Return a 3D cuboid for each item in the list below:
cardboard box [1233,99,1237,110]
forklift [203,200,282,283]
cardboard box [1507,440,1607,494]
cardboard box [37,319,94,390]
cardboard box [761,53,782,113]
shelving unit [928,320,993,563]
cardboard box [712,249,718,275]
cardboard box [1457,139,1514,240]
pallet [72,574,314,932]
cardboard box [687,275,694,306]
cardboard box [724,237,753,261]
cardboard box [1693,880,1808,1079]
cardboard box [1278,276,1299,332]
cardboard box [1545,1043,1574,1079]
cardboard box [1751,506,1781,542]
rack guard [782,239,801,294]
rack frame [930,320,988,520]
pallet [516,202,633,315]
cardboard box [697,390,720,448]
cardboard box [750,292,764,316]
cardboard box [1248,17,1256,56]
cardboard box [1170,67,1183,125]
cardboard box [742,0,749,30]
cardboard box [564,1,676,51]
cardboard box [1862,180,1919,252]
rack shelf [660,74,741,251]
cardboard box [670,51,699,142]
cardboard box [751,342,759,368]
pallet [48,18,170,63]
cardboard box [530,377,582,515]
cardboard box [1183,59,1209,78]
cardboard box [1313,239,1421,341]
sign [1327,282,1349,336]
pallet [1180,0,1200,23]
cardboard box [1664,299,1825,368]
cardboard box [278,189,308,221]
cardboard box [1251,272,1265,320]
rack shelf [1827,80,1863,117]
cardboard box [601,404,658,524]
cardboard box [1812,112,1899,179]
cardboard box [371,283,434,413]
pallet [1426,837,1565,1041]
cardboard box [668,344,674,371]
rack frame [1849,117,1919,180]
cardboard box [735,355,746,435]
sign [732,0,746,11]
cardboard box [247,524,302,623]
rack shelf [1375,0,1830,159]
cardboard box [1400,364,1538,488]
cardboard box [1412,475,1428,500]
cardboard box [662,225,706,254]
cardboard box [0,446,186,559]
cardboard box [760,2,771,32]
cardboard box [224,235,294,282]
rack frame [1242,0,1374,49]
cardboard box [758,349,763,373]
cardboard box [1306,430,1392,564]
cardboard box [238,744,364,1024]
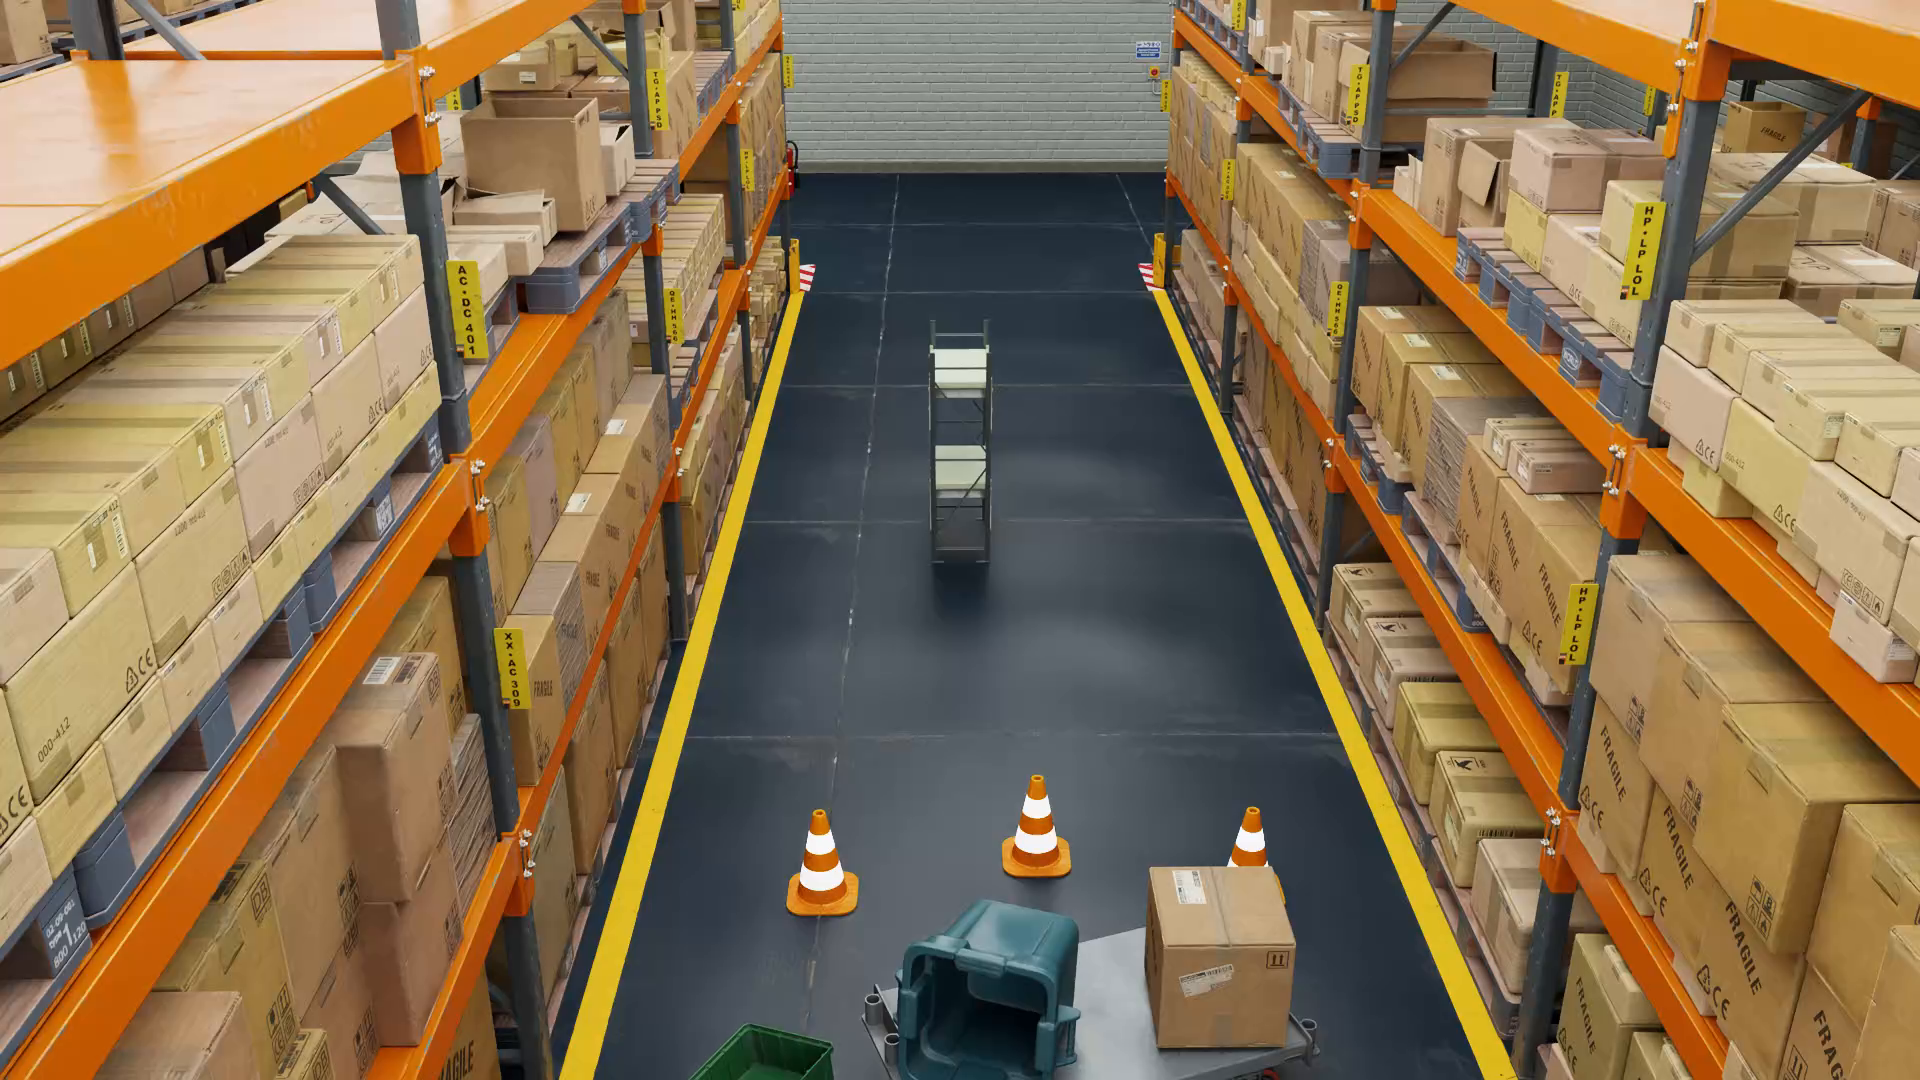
[{"bbox_3d":[2.499,-3.600,13.947,0.380,0.149,0.250,0,24,0],"label":"cardboard box"},{"bbox_3d":[-4.970,-1.027,10.463,1.130,2.935,3.031,12,27,25],"label":"forklift"},{"bbox_3d":[2.544,-0.310,7.017,0.380,0.149,0.250,-1,24,-2],"label":"cardboard box"},{"bbox_3d":[-2.480,-0.492,4.264,0.380,0.149,0.250,-1,24,-1],"label":"cardboard box"},{"bbox_3d":[-2.031,-4.499,16.362,0.500,0.500,0.500,-1,24,-2],"label":"cardboard box"},{"bbox_3d":[0.000,-0.681,11.435,0.431,1.500,0.755,0,24,-1],"label":"shelving unit"},{"bbox_3d":[-2.034,-2.106,12.562,0.380,0.149,0.250,0,24,-1],"label":"cardboard box"},{"bbox_3d":[2.797,-1.603,7.888,0.797,0.503,0.637,0,24,-1],"label":"cardboard box"},{"bbox_3d":[-2.145,0.407,3.678,1.003,0.211,1.213,0,24,-1],"label":"pallet"},{"bbox_3d":[-2.017,-1.697,11.296,0.380,0.149,0.250,0,24,-1],"label":"cardboard box"},{"bbox_3d":[-1.917,-2.405,13.734,0.380,0.149,0.250,1,24,1],"label":"cardboard box"},{"bbox_3d":[2.542,1.246,4.873,0.500,0.500,0.500,0,24,-1],"label":"cardboard box"},{"bbox_3d":[2.457,-1.597,11.217,0.500,0.250,0.500,-1,24,-2],"label":"cardboard box"},{"bbox_3d":[2.532,2.137,6.213,0.500,0.250,0.500,-1,24,-3],"label":"cardboard box"},{"bbox_3d":[2.613,-0.082,4.956,0.380,0.149,0.250,0,24,-1],"label":"cardboard box"},{"bbox_3d":[-2.284,-2.880,17.511,1.175,0.500,0.348,0,24,-1],"label":"rack guard"},{"bbox_3d":[-0.004,-0.831,11.768,0.400,1.500,0.023,0,24,-1],"label":"rack frame"},{"bbox_3d":[-2.122,-1.308,7.592,1.003,0.211,1.213,1,24,2],"label":"pallet"},{"bbox_3d":[-1.961,-0.846,11.594,0.500,0.250,0.500,0,24,0],"label":"cardboard box"},{"bbox_3d":[-1.980,-2.138,15.066,0.380,0.149,0.250,0,24,1],"label":"cardboard box"},{"bbox_3d":[2.363,-3.755,12.425,0.396,0.266,0.258,0,24,-1],"label":"cardboard box"},{"bbox_3d":[2.385,-4.416,16.539,0.500,0.500,0.500,-1,24,-2],"label":"cardboard box"},{"bbox_3d":[-2.007,-4.333,13.625,0.500,0.250,0.500,0,24,-1],"label":"cardboard box"},{"bbox_3d":[-2.355,-3.370,11.286,0.797,0.503,0.637,-1,24,-1],"label":"cardboard box"},{"bbox_3d":[7.453,-2.526,13.064,0.700,0.500,0.500,0,24,1],"label":"cardboard box"},{"bbox_3d":[-2.219,-2.617,11.128,1.077,0.370,4.000,0,24,-1],"label":"rack shelf"},{"bbox_3d":[-1.961,-2.814,10.571,0.500,0.500,0.500,0,24,-1],"label":"cardboard box"},{"bbox_3d":[-1.925,-1.581,14.194,0.380,0.149,0.250,1,24,2],"label":"cardboard box"},{"bbox_3d":[-7.200,-4.085,13.609,1.003,0.211,1.213,0,24,-1],"label":"pallet"},{"bbox_3d":[-2.182,-0.439,7.746,0.700,0.500,0.500,0,24,-1],"label":"cardboard box"},{"bbox_3d":[2.353,-4.548,16.043,0.380,0.149,0.250,0,24,1],"label":"cardboard box"},{"bbox_3d":[2.484,-1.530,10.159,0.500,0.500,0.500,-1,24,-2],"label":"cardboard box"},{"bbox_3d":[2.196,-1.341,9.670,0.100,0.325,0.005,0,24,-1],"label":"sign"},{"bbox_3d":[2.683,-5.135,15.930,1.003,0.211,1.213,0,24,-1],"label":"pallet"},{"bbox_3d":[2.472,-0.653,5.252,0.380,0.149,0.250,-1,24,-1],"label":"cardboard box"},{"bbox_3d":[-7.158,-3.029,16.877,0.875,0.875,0.875,0,24,-1],"label":"cardboard box"},{"bbox_3d":[2.445,-1.790,12.251,0.500,0.250,0.500,0,24,-1],"label":"cardboard box"},{"bbox_3d":[7.649,-4.353,14.967,1.077,0.370,4.000,0,24,-1],"label":"rack shelf"},{"bbox_3d":[-1.920,-0.409,8.893,0.500,0.500,0.500,0,24,-1],"label":"cardboard box"},{"bbox_3d":[7.921,-3.513,14.789,0.500,0.500,0.500,-1,24,-2],"label":"cardboard box"},{"bbox_3d":[-1.891,-0.574,4.930,0.500,0.250,0.500,-1,24,-1],"label":"cardboard box"},{"bbox_3d":[2.785,1.781,7.557,1.003,0.211,1.213,0,24,-1],"label":"pallet"},{"bbox_3d":[-2.003,-1.126,10.395,0.380,0.149,0.250,1,24,2],"label":"cardboard box"},{"bbox_3d":[7.671,-2.490,13.614,1.000,3.000,0.127,0,24,-1],"label":"rack frame"},{"bbox_3d":[-1.981,-1.150,13.177,0.500,0.500,0.500,-1,24,-2],"label":"cardboard box"},{"bbox_3d":[-1.686,-4.187,12.623,0.100,0.325,0.005,0,24,-1],"label":"sign"},{"bbox_3d":[-1.814,0.079,3.969,0.380,0.149,0.250,0,24,-1],"label":"cardboard box"},{"bbox_3d":[2.773,-2.217,7.090,1.077,0.370,4.000,0,24,-1],"label":"rack shelf"},{"bbox_3d":[2.550,-0.570,8.378,0.500,0.500,0.500,0,24,0],"label":"cardboard box"},{"bbox_3d":[2.558,-0.318,8.607,0.380,0.149,0.250,1,24,3],"label":"cardboard box"},{"bbox_3d":[-2.034,-2.158,11.956,0.380,0.149,0.250,-1,24,-2],"label":"cardboard box"},{"bbox_3d":[-1.811,-0.078,3.348,0.380,0.149,0.250,0,24,0],"label":"cardboard box"},{"bbox_3d":[-2.010,-4.748,15.149,0.500,0.250,0.500,1,24,2],"label":"cardboard box"},{"bbox_3d":[-2.321,-0.931,6.079,0.500,0.250,0.500,0,24,0],"label":"cardboard box"},{"bbox_3d":[2.708,-5.199,12.325,1.000,3.000,0.127,0,24,-1],"label":"rack frame"},{"bbox_3d":[-1.926,-1.555,14.499,0.380,0.149,0.250,0,24,1],"label":"cardboard box"},{"bbox_3d":[2.827,-0.326,10.899,0.875,0.875,0.875,0,24,-1],"label":"cardboard box"},{"bbox_3d":[-2.193,0.936,4.548,0.875,0.550,0.550,0,24,-1],"label":"cardboard box"}]
